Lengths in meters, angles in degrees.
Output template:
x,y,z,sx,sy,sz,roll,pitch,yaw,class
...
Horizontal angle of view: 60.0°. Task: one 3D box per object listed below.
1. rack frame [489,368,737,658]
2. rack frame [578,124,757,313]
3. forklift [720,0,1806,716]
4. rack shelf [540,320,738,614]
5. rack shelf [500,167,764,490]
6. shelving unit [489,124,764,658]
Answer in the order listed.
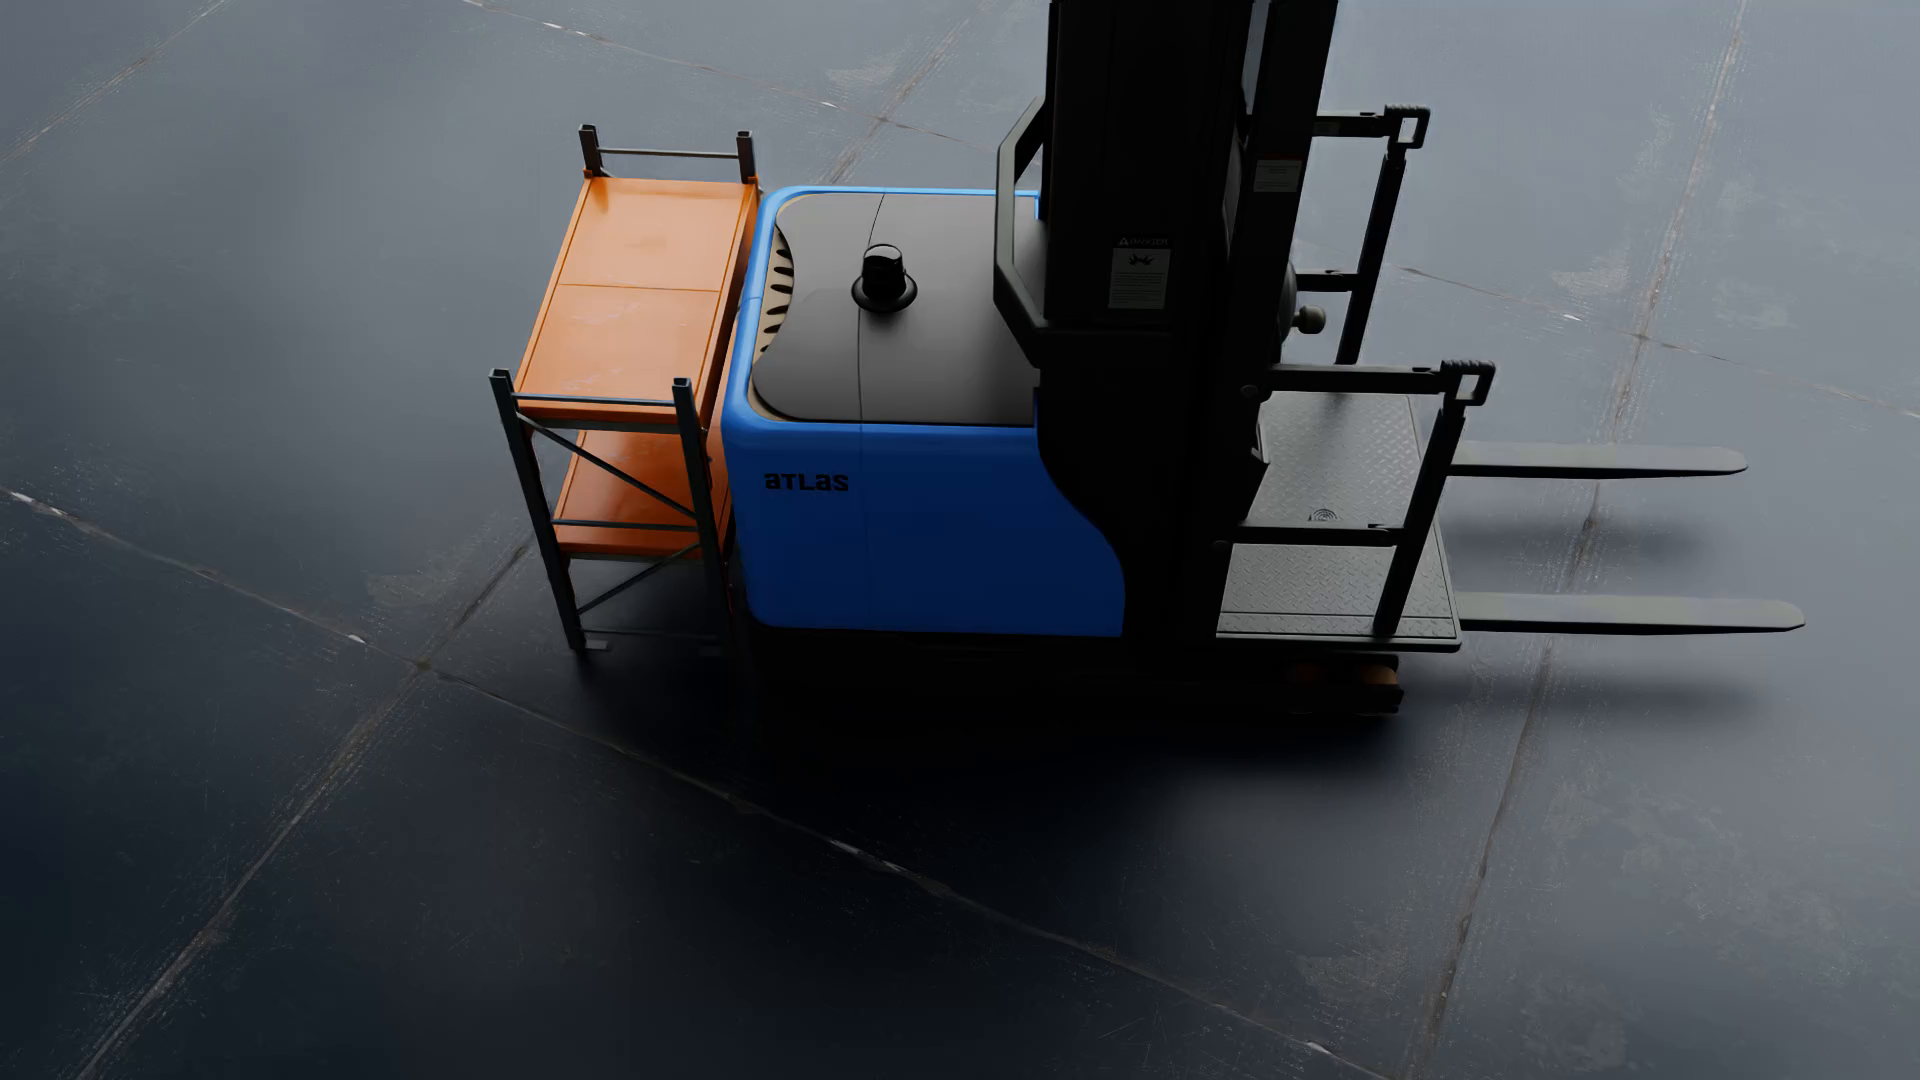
x,y,z,sx,sy,sz,roll,pitch,yaw,class
-0.917,-0.038,4.544,0.500,1.125,0.032,3,50,3,rack frame
-0.846,-0.811,5.201,0.500,1.125,0.032,3,50,3,rack frame
0.917,-0.856,4.054,3.031,2.935,1.130,1,50,1,forklift
-0.881,-0.266,5.059,0.538,0.278,1.000,3,50,3,rack shelf
-0.881,-0.614,4.650,0.538,0.278,1.000,3,50,3,rack shelf
-0.881,-0.424,4.872,0.538,1.125,1.048,3,50,3,shelving unit
